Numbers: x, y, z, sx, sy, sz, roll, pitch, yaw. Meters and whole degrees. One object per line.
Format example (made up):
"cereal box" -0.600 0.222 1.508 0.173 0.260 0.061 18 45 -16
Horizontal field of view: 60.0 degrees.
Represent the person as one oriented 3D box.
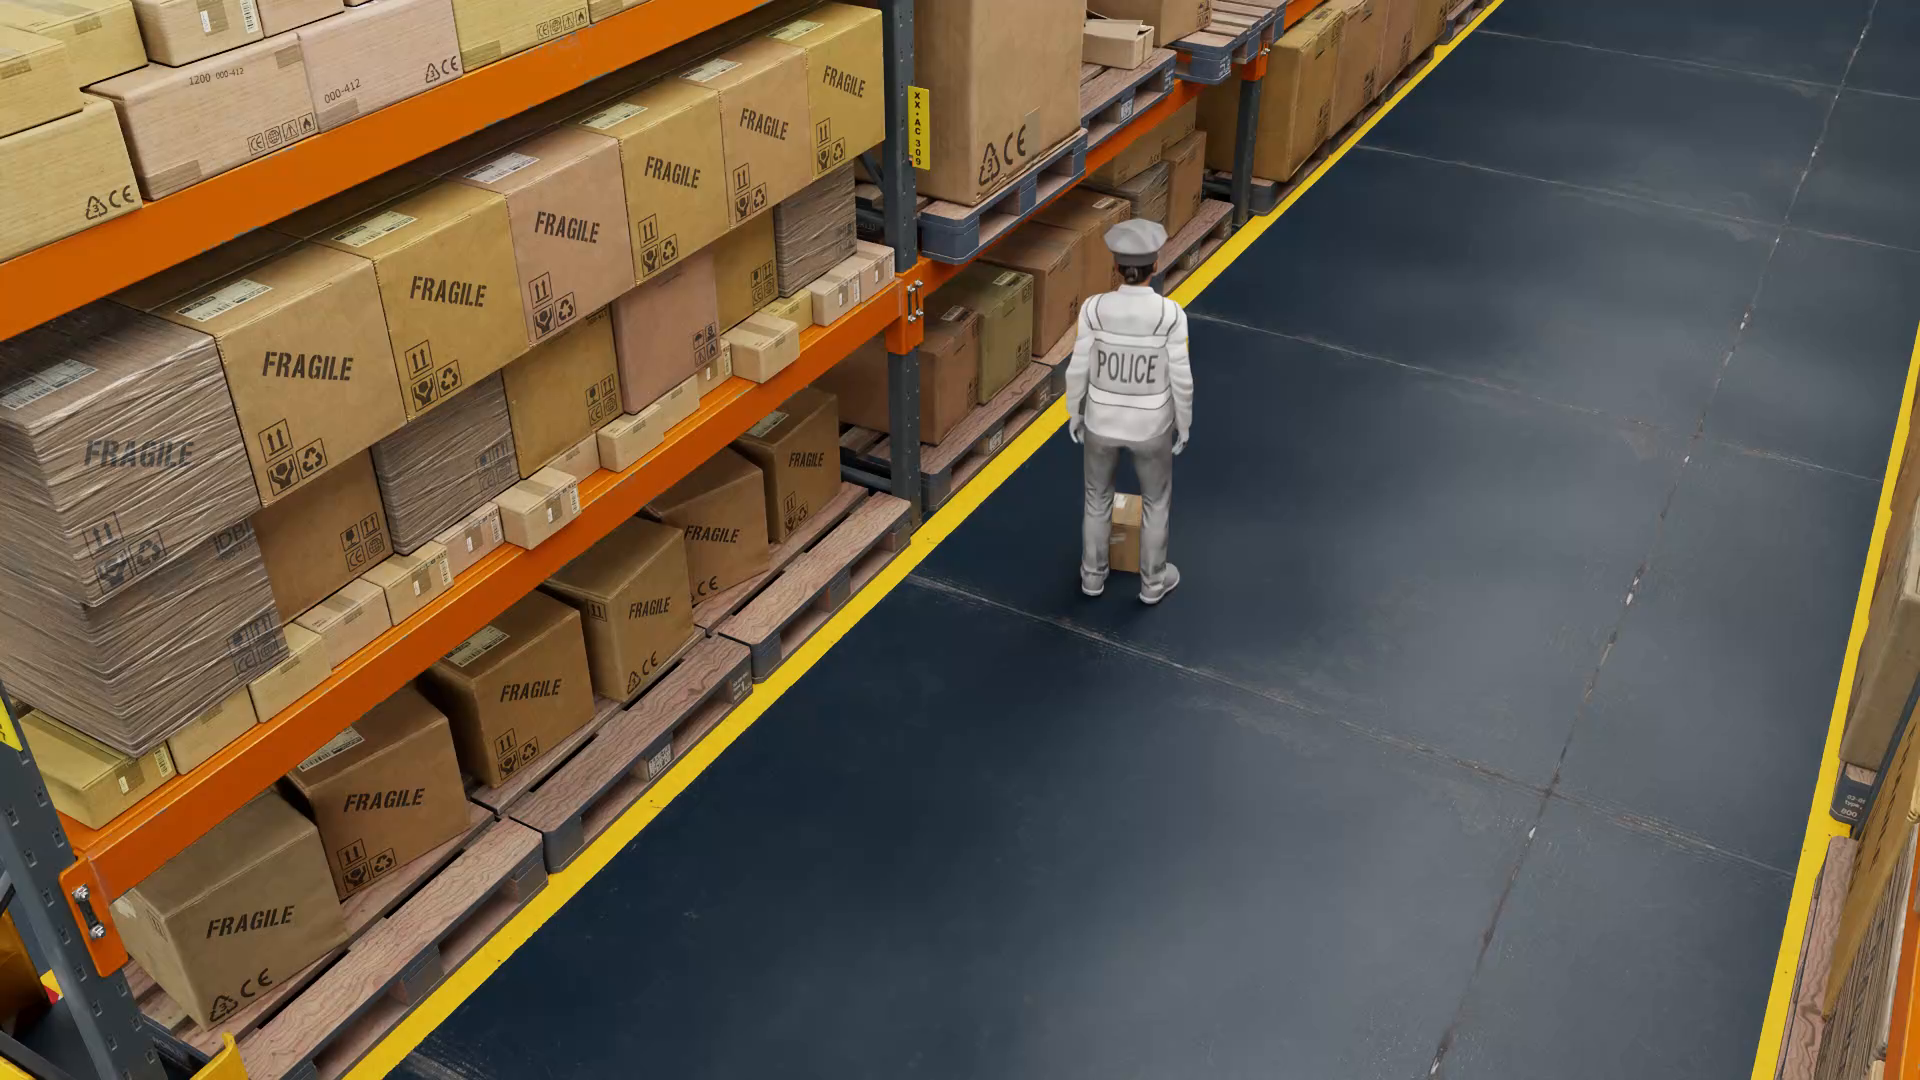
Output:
"person" 0.691 -0.482 6.846 0.523 1.663 0.372 8 35 11
